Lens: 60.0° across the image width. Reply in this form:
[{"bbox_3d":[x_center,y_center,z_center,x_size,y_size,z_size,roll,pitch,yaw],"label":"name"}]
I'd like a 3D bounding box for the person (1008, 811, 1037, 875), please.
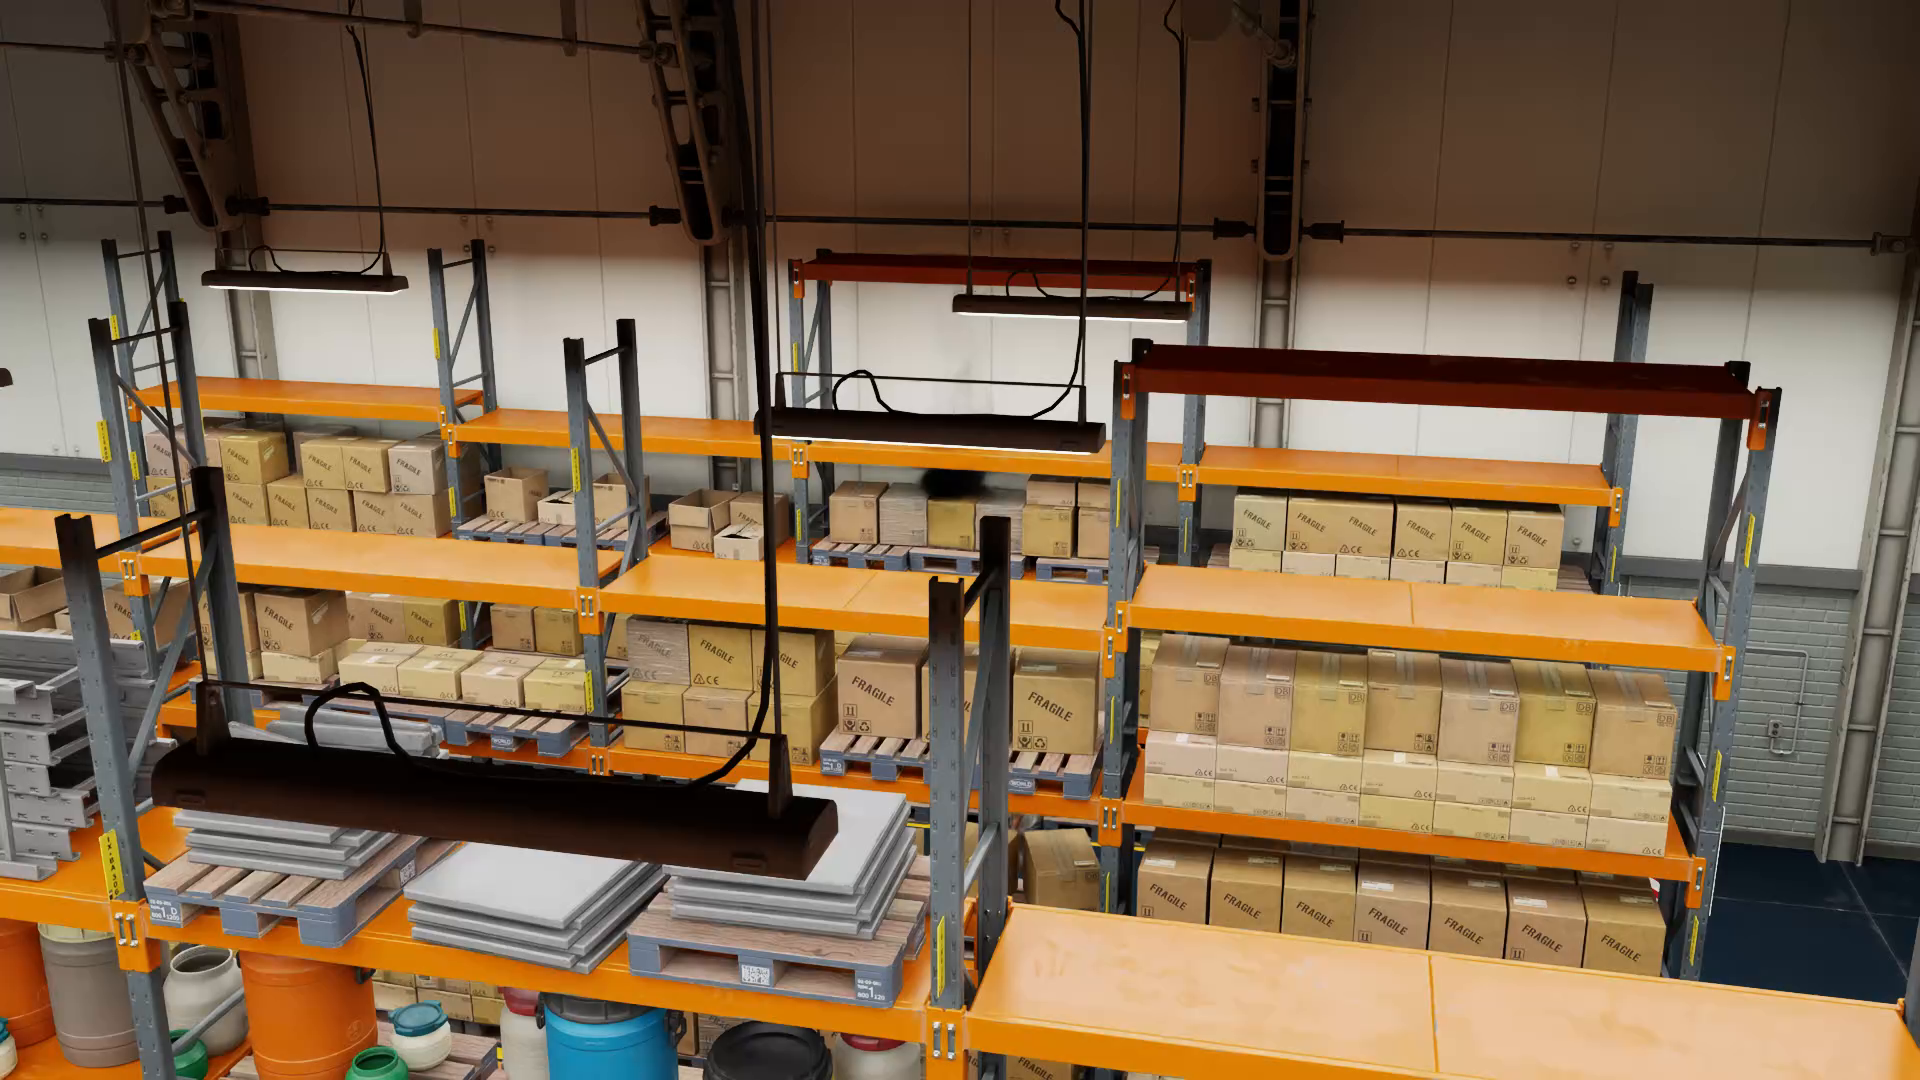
[{"bbox_3d":[0.505,2.638,15.569,0.555,1.568,0.560,4,17,15],"label":"person"}]
